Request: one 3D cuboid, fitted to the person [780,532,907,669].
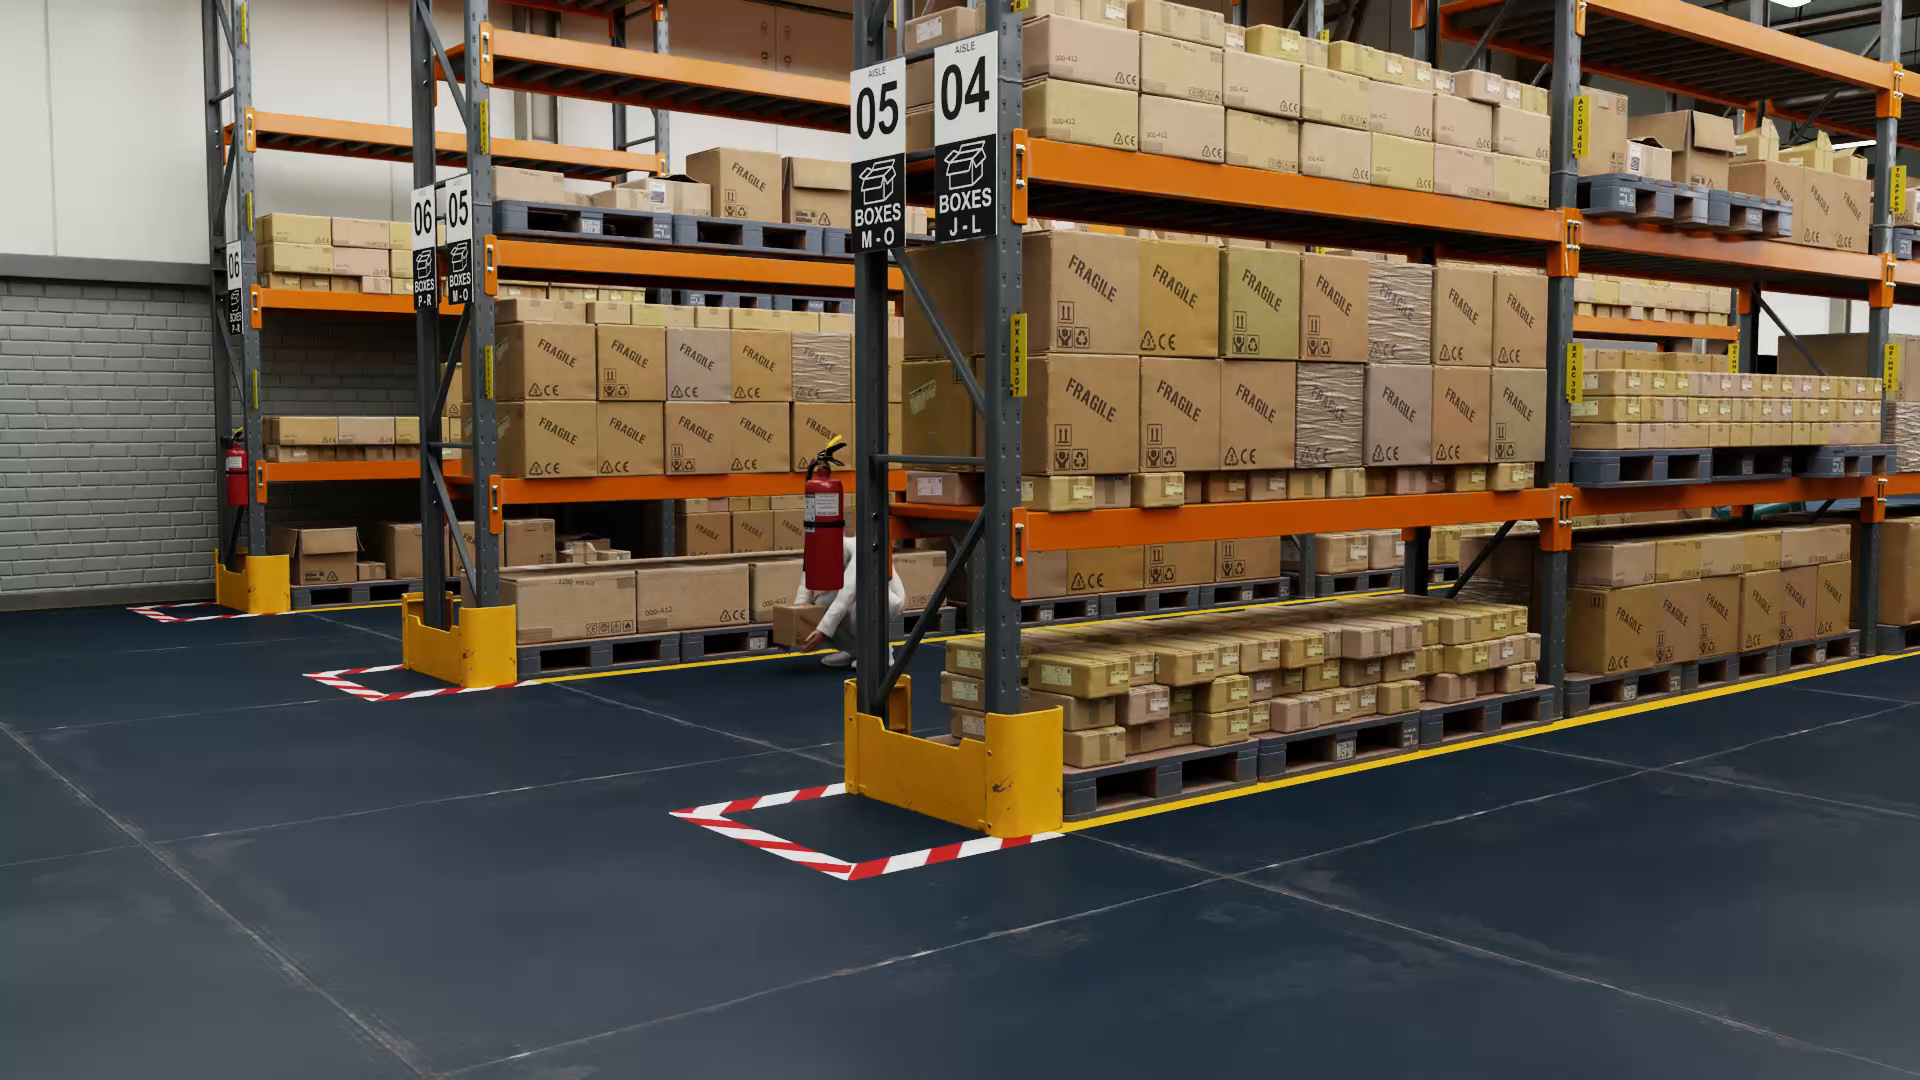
[{"bbox_3d":[-0.763,0.379,11.197,0.911,0.986,0.609,-3,5,-39],"label":"person"}]
